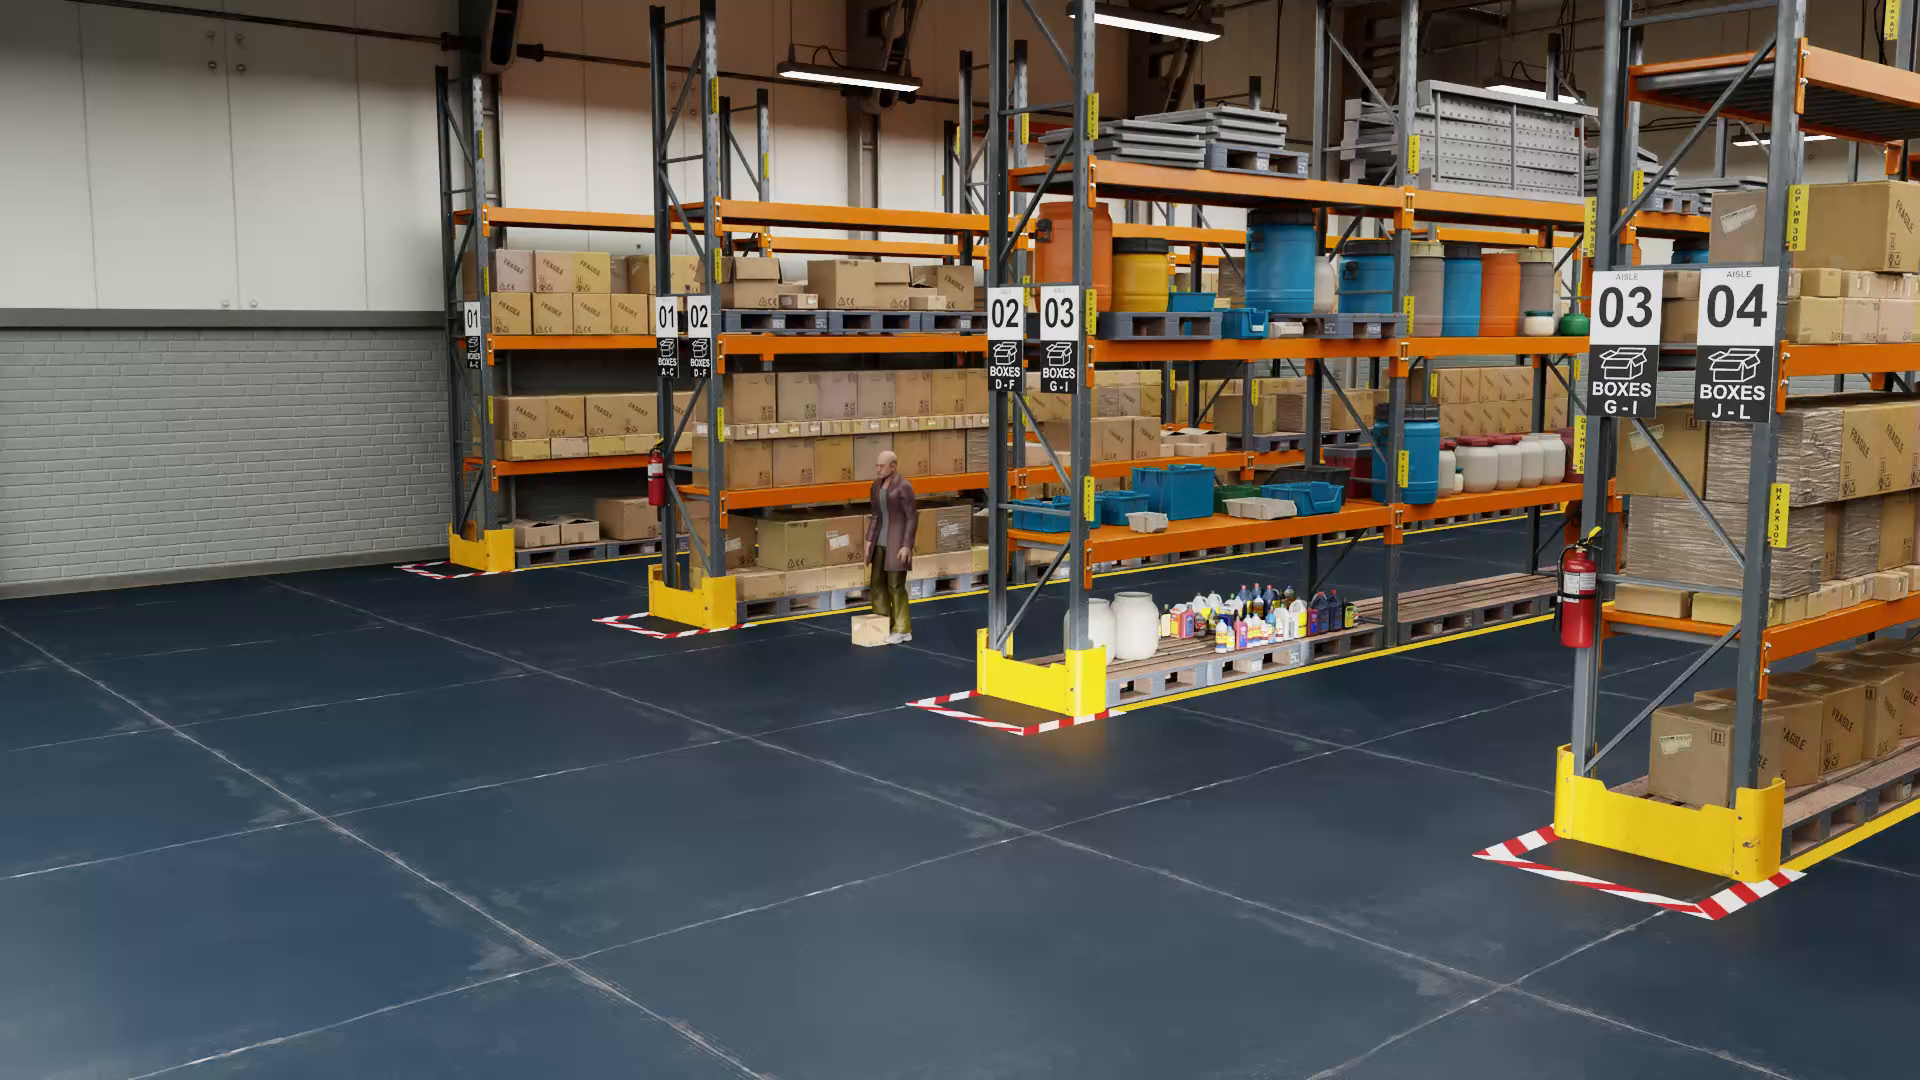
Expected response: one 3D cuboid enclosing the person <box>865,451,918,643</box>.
[{"bbox_3d":[-0.645,0.054,15.407,0.420,1.774,0.644,-6,10,-41],"label":"person"}]
